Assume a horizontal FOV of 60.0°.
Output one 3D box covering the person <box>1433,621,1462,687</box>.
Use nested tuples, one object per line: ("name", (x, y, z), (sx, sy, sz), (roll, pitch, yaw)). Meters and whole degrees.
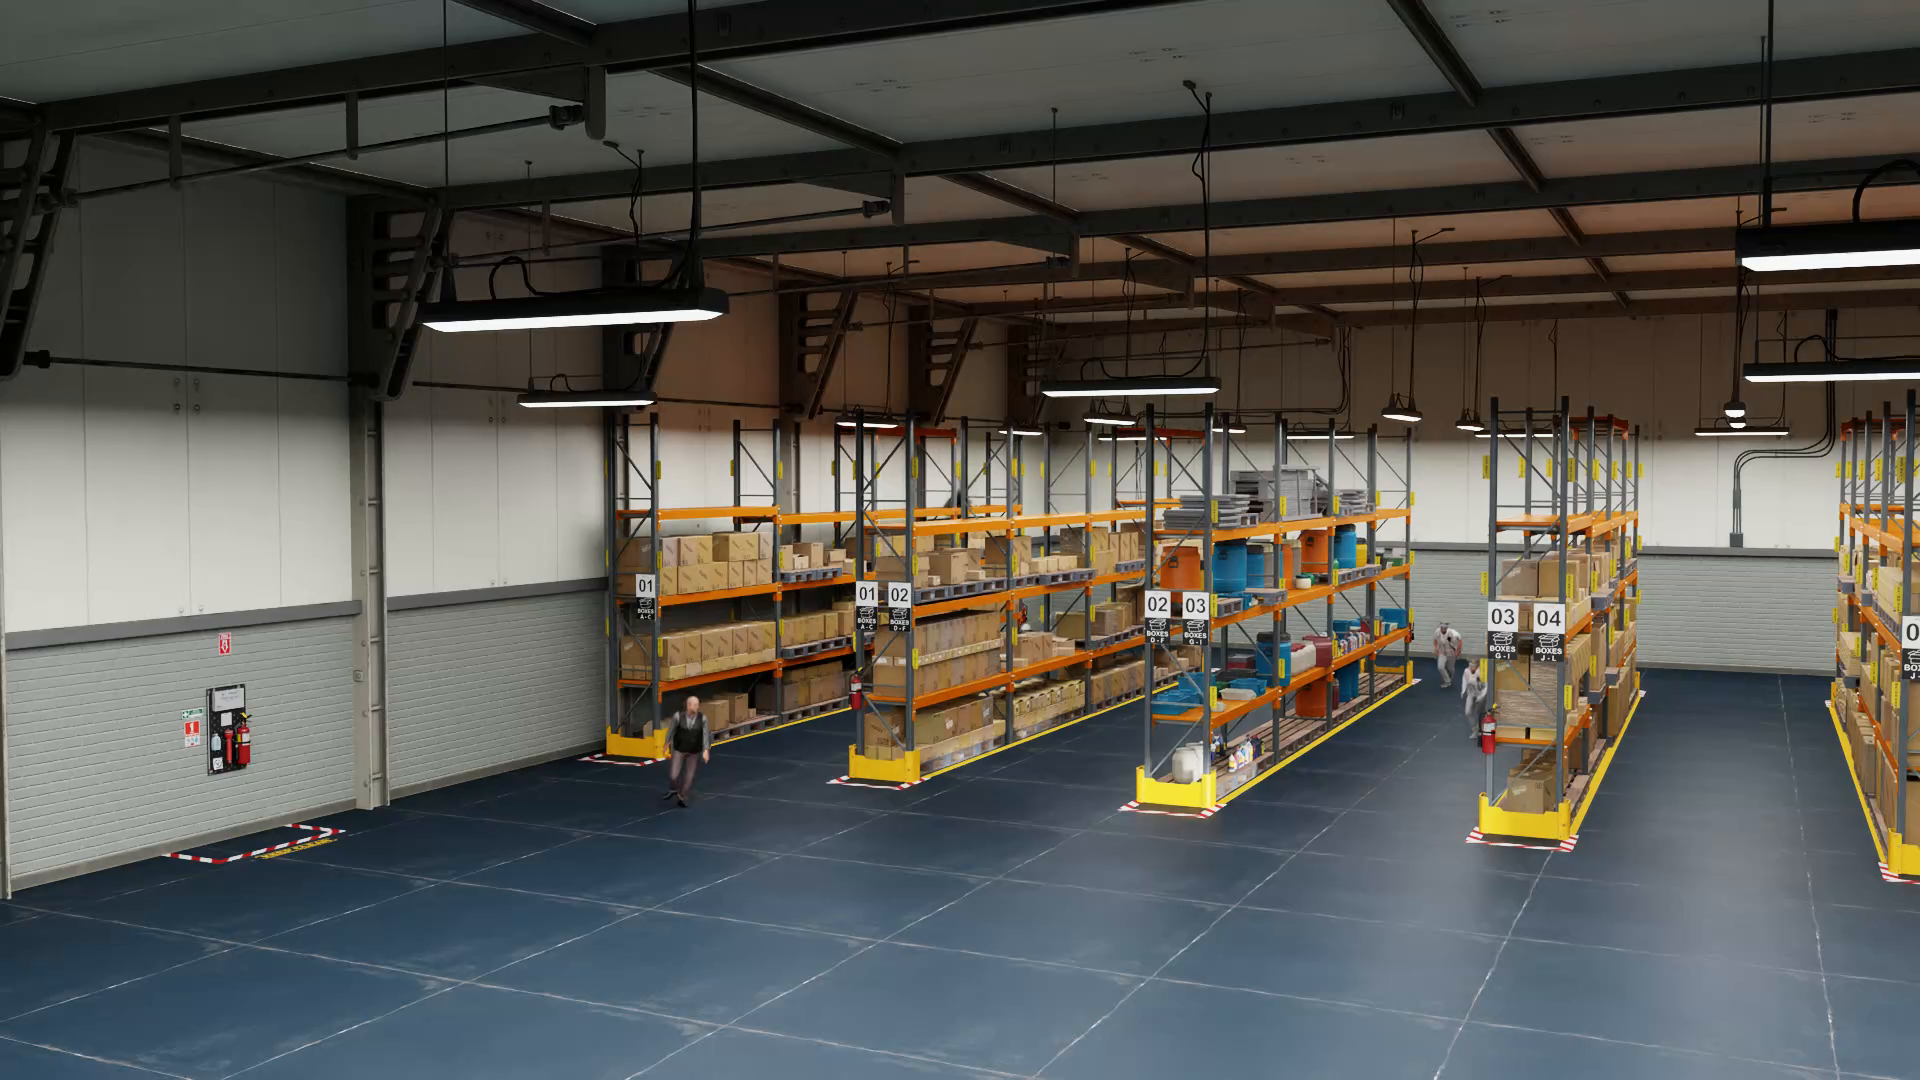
("person", (11.286, 2.622, 38.410), (0.672, 1.558, 0.993), (1, 3, 30))

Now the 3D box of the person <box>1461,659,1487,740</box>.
("person", (9.724, 2.943, 31.154), (0.611, 1.516, 1.018), (2, 3, 33))

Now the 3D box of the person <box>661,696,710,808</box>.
("person", (-4.075, 3.181, 24.660), (0.705, 1.576, 0.560), (-1, 2, -16))

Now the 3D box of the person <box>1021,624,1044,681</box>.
("person", (1.651, 2.625, 36.752), (0.686, 1.612, 1.098), (2, 3, 39))
